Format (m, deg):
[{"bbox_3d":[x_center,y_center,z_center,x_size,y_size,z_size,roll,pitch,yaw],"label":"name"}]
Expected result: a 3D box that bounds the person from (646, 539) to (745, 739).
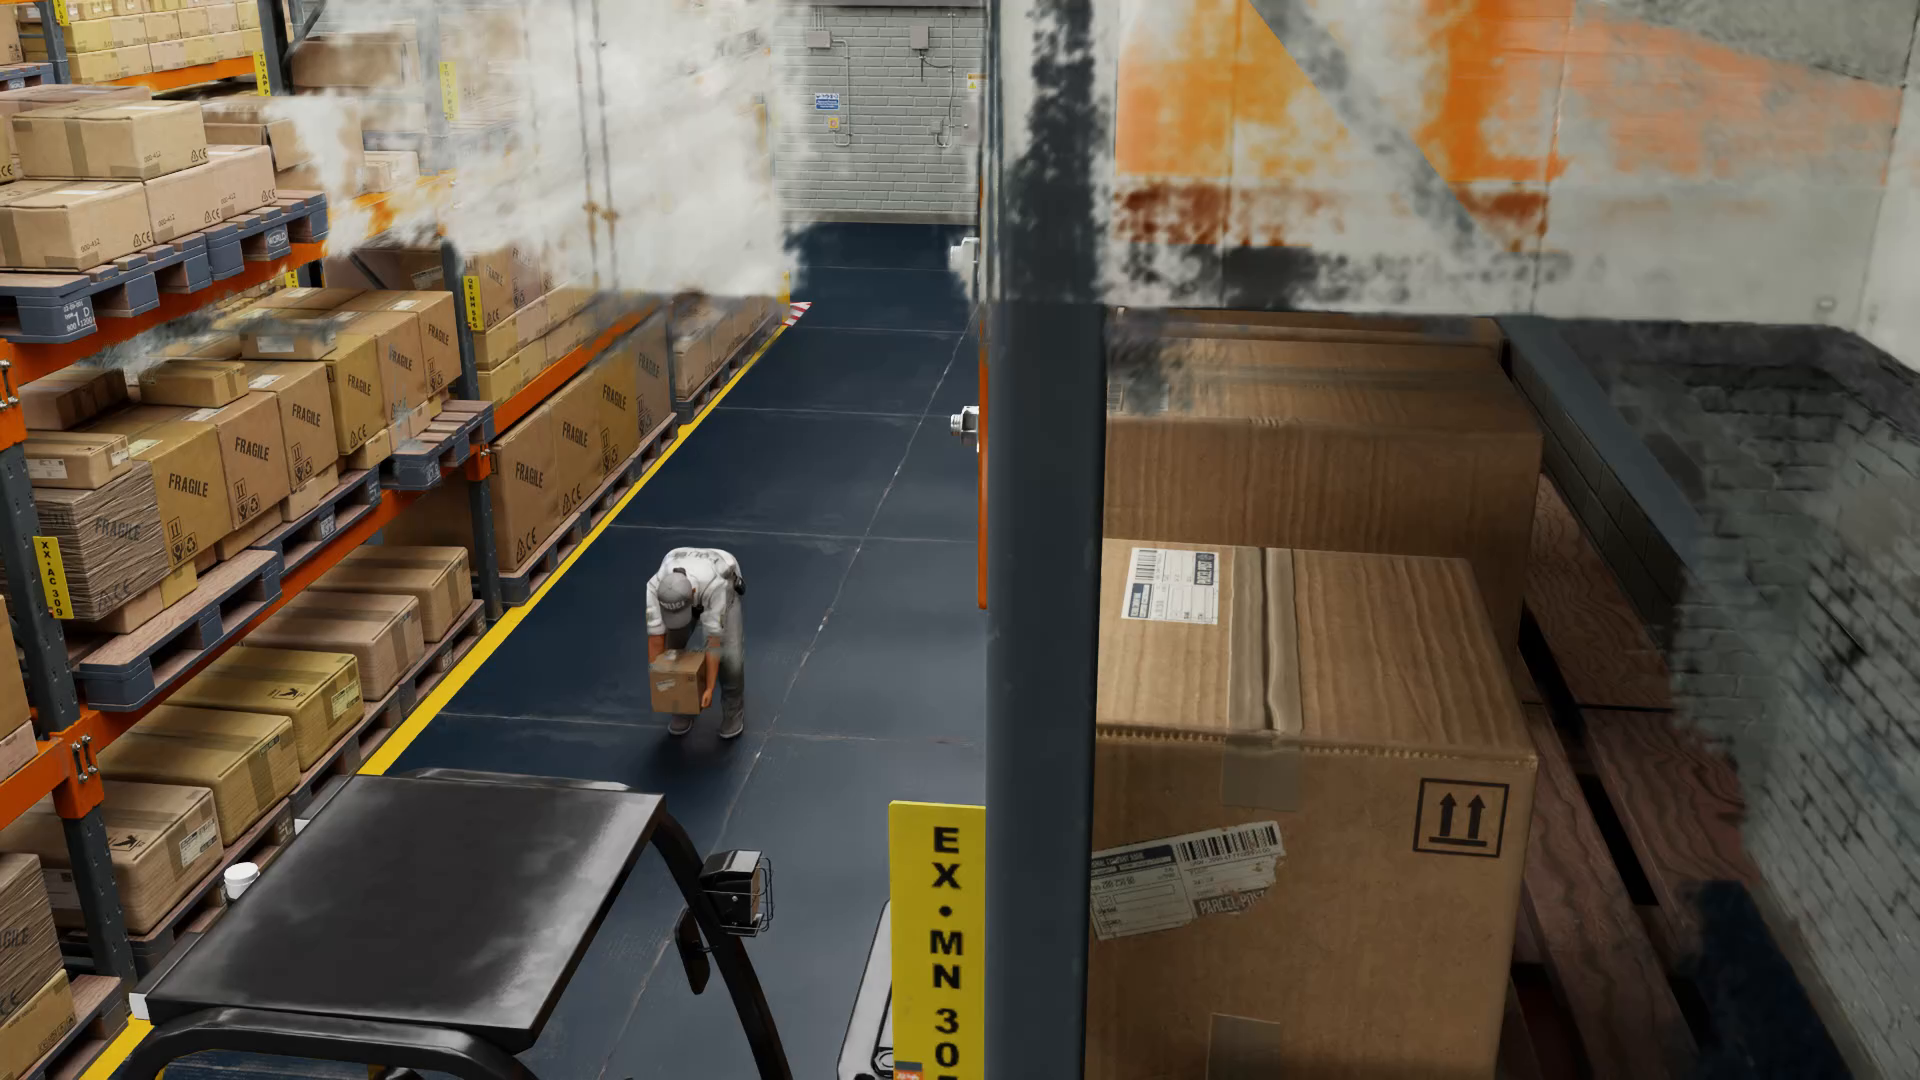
[{"bbox_3d":[-1.418,0.494,8.839,0.470,1.289,0.884,2,21,5],"label":"person"}]
